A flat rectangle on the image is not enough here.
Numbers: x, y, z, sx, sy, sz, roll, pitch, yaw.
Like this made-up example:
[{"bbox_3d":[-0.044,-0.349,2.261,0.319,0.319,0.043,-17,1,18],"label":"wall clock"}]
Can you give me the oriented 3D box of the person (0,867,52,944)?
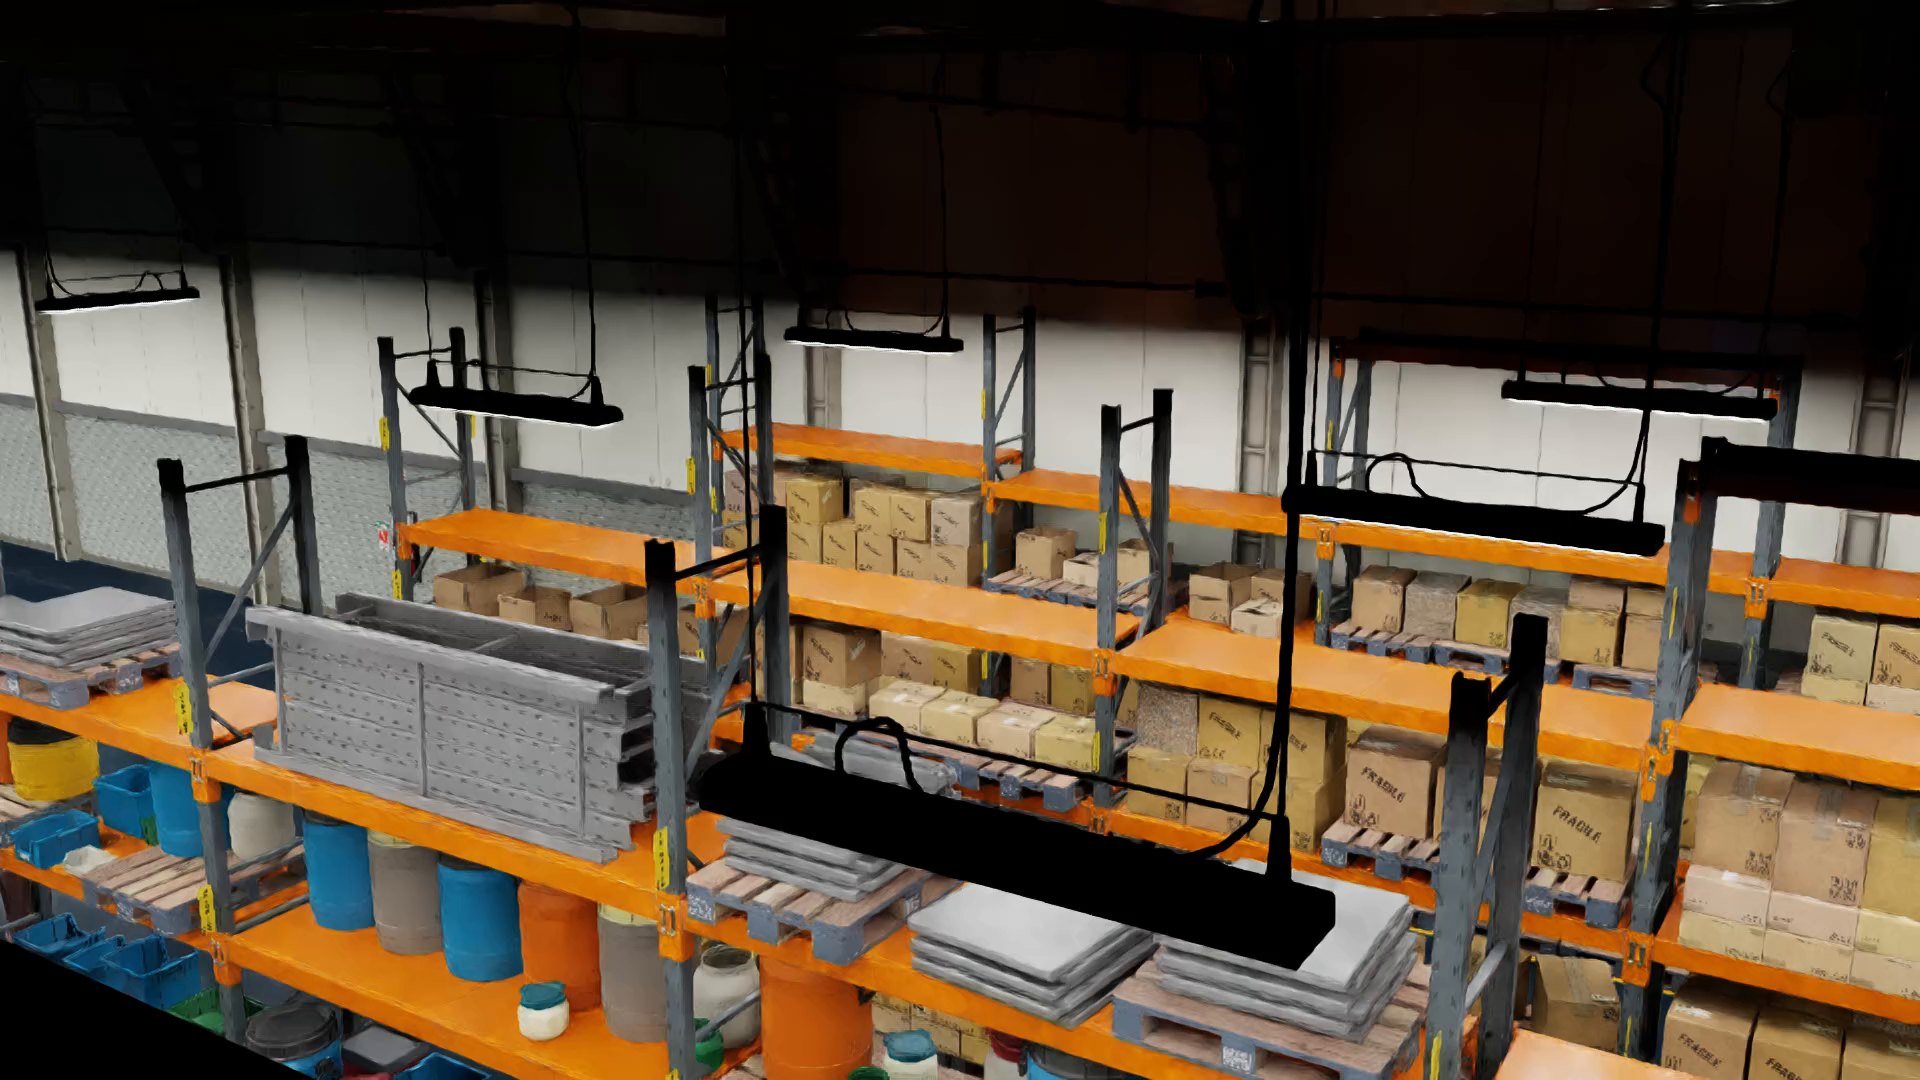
[{"bbox_3d":[-8.551,3.499,15.429,0.595,1.769,0.625,-1,14,-3],"label":"person"}]
